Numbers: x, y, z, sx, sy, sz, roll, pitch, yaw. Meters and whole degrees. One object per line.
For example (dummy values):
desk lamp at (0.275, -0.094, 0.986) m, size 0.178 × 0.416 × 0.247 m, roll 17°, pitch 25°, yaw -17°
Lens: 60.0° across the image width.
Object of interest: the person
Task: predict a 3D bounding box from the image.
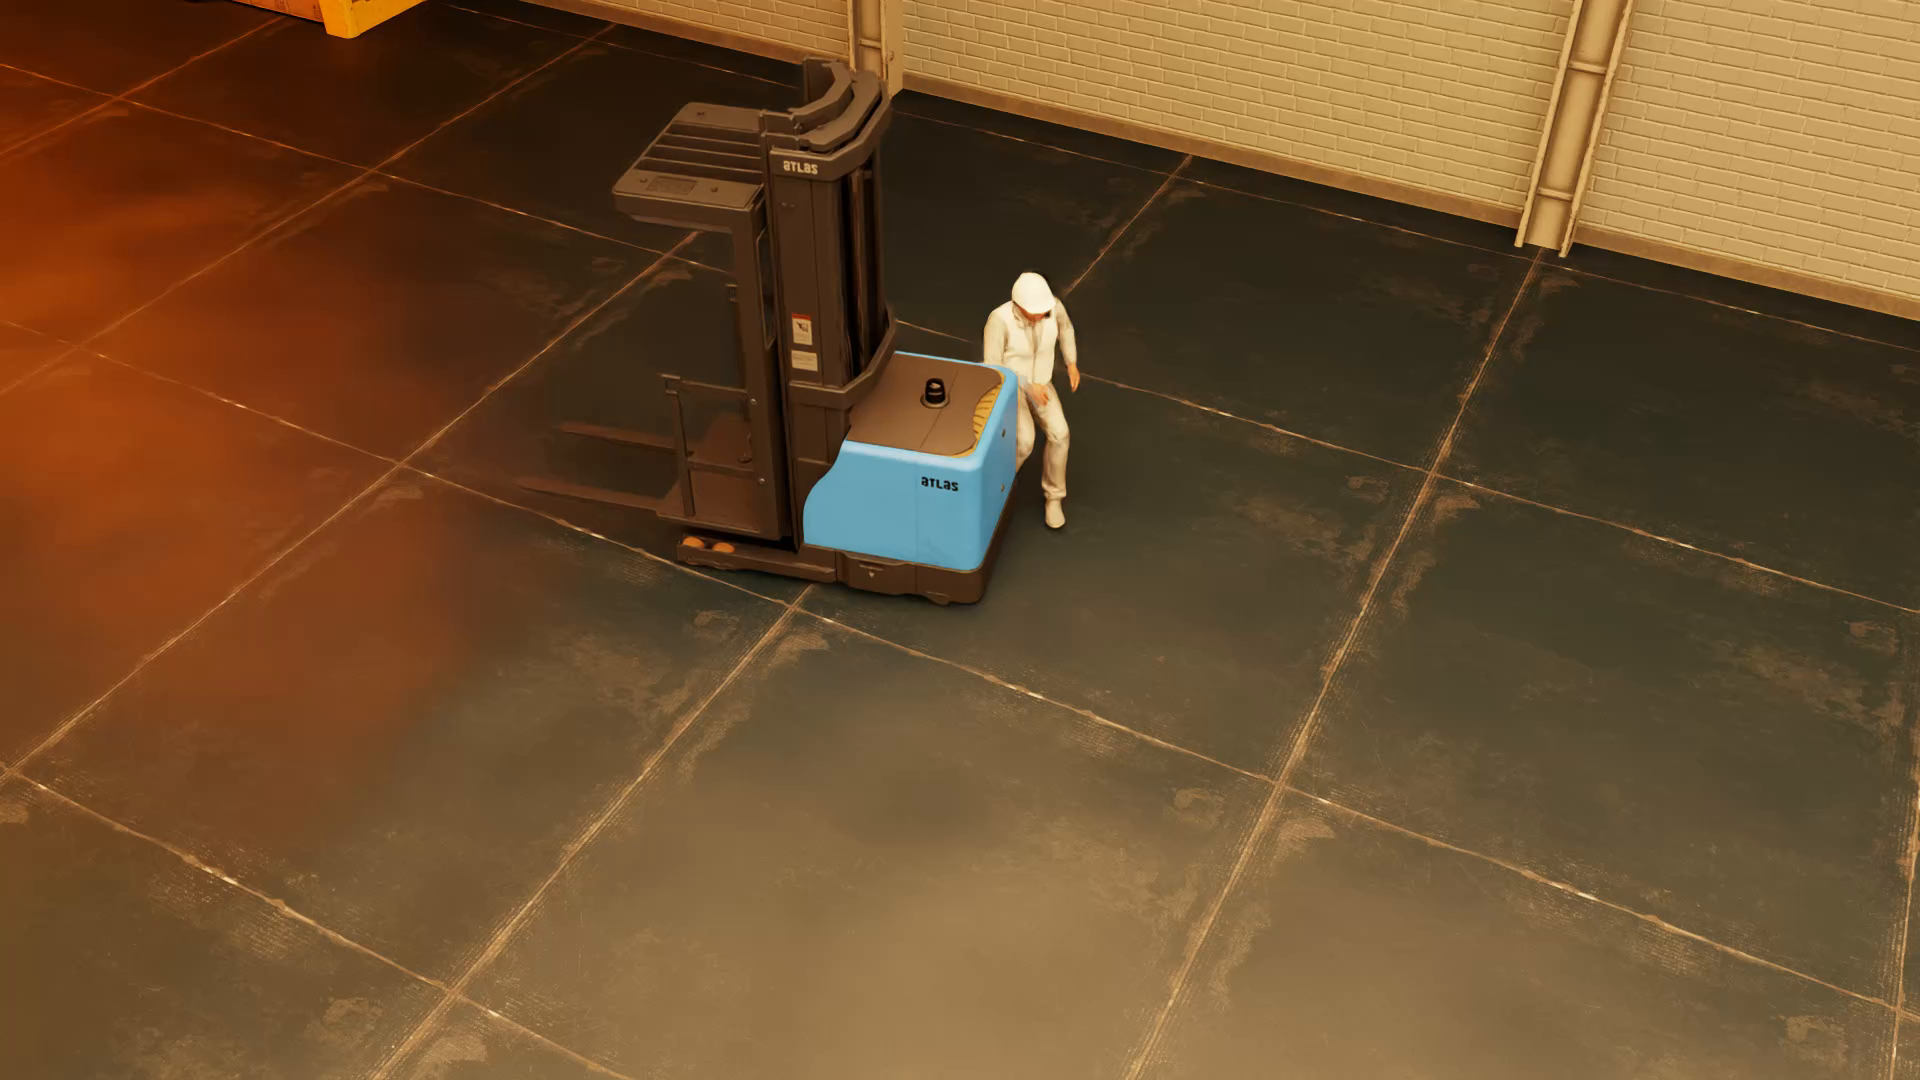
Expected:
person at (0.490, -0.896, 10.206) m, size 0.782 × 1.565 × 0.921 m, roll -19°, pitch 44°, yaw -22°

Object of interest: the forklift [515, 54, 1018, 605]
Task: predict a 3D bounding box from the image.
forklift at (-1.220, -1.258, 9.480) m, size 3.031 × 2.935 × 1.130 m, roll 10°, pitch 41°, yaw 11°
